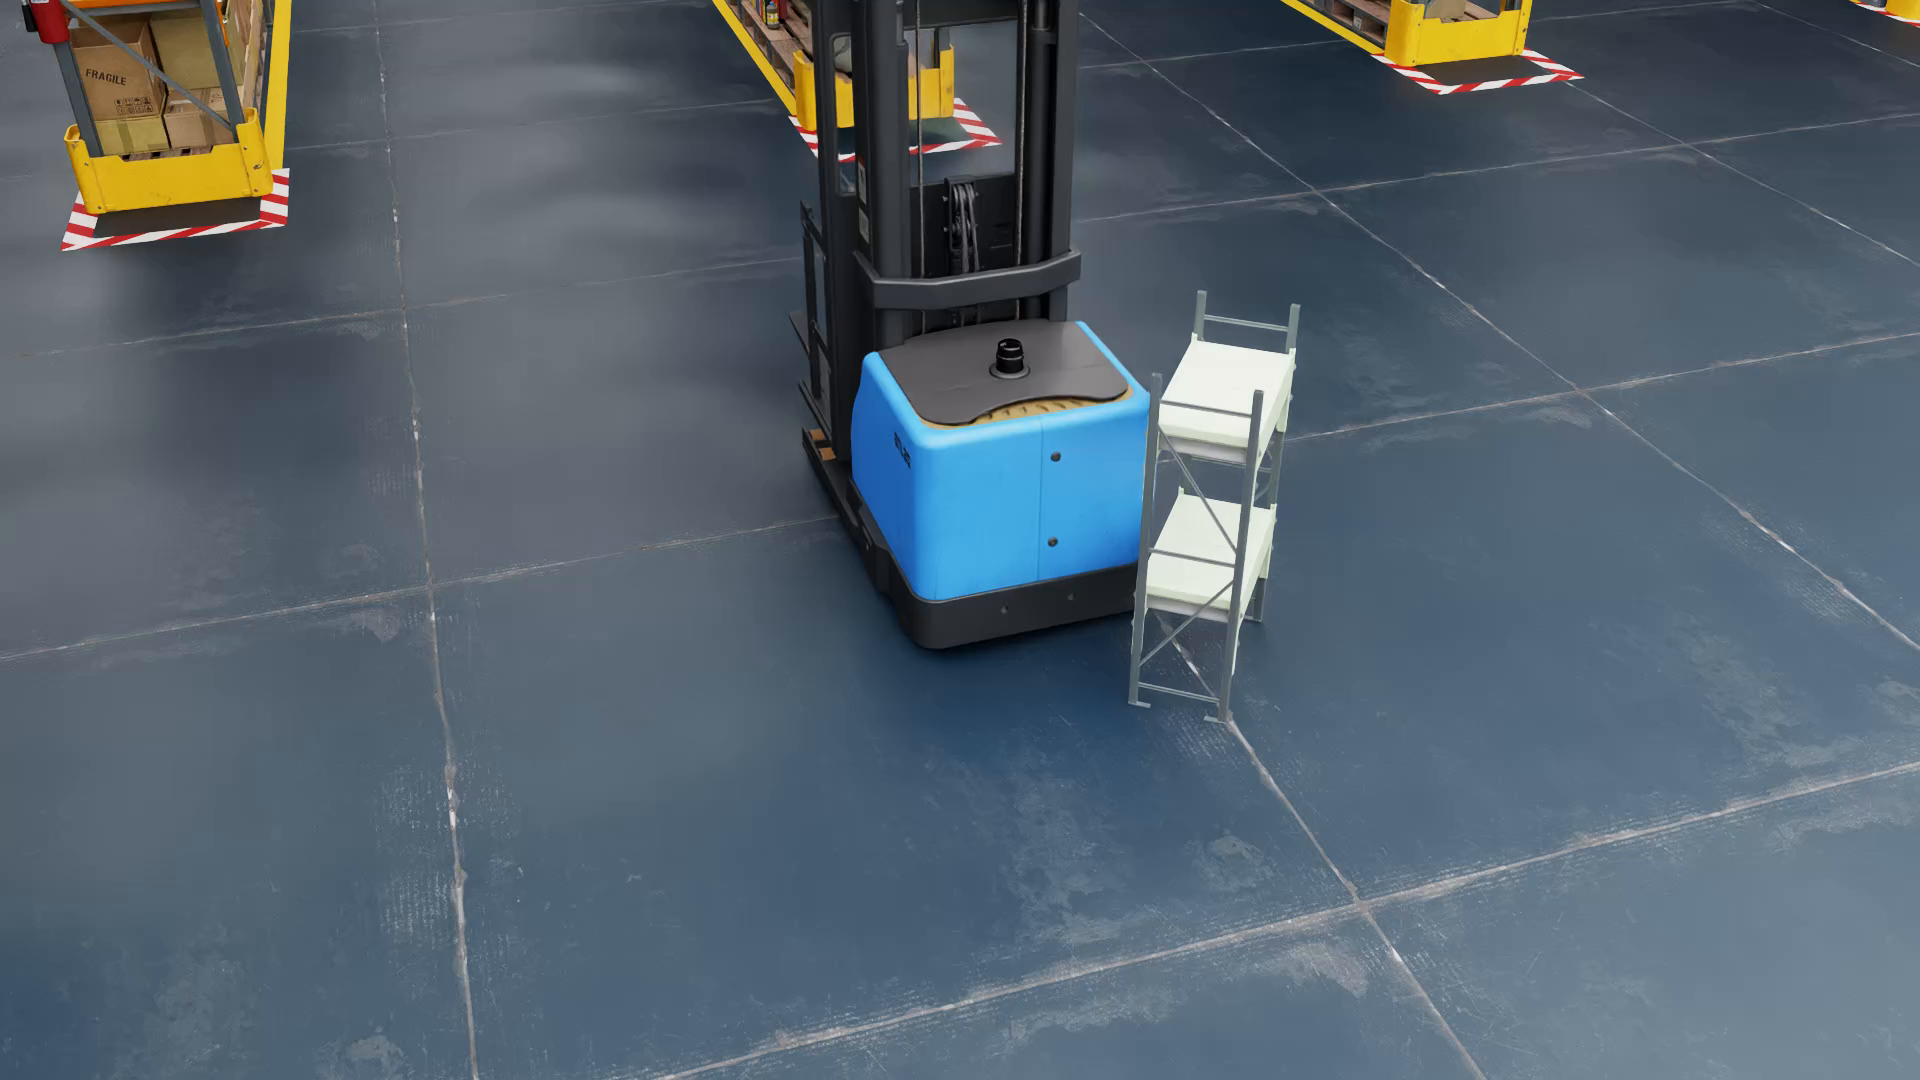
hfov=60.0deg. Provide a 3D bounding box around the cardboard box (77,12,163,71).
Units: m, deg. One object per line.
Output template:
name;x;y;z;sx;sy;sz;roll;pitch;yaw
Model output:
cardboard box;-6.057;-3.698;12.059;0.500;0.500;0.500;-10;35;-15

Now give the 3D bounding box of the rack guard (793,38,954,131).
rack guard;-0.640;-3.423;12.477;1.175;0.500;0.348;-10;35;-15

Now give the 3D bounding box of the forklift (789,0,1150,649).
forklift;-0.150;-1.576;7.476;1.130;2.935;3.031;-10;35;-15

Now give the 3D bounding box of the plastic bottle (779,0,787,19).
plastic bottle;-1.500;-4.530;13.950;0.061;0.283;0.133;-10;35;-15

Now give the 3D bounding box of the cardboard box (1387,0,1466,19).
cardboard box;3.970;-4.730;14.074;0.500;0.500;0.500;-4;34;-6

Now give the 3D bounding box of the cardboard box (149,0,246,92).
cardboard box;-5.397;-3.525;11.797;0.500;0.500;0.500;-10;35;-15

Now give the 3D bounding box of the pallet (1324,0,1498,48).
pallet;3.907;-4.576;14.484;1.003;0.211;1.213;-10;35;-15

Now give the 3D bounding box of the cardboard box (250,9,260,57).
cardboard box;-5.852;-4.001;13.197;0.500;0.250;0.500;-10;35;-15

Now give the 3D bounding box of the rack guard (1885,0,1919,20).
rack guard;8.906;-4.993;14.852;1.175;0.500;0.348;-10;35;-15

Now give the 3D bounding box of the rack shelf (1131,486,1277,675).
rack shelf;0.996;0.153;6.749;0.431;0.370;0.720;11;35;16

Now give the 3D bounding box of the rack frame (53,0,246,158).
rack frame;-5.291;-3.603;10.482;1.000;3.000;0.127;-10;35;-15

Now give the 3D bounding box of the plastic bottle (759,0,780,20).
plastic bottle;-1.601;-4.509;13.924;0.152;0.276;0.135;-10;35;-14

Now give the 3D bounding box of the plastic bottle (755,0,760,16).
plastic bottle;-1.643;-4.582;14.035;0.152;0.276;0.135;-11;35;-16

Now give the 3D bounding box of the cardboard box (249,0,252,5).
cardboard box;-6.020;-4.573;13.383;0.500;0.500;0.500;-10;35;-15

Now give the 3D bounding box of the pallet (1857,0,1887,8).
pallet;8.581;-5.292;15.567;1.003;0.211;1.213;-10;35;-15

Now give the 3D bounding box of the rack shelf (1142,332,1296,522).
rack shelf;0.996;-0.445;6.355;0.431;0.370;0.720;11;35;16

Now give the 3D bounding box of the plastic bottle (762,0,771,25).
plastic bottle;-1.603;-4.433;13.803;0.061;0.283;0.133;-9;35;-14

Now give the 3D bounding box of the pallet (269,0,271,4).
pallet;-6.773;-4.920;15.005;1.003;0.211;1.213;-10;35;-15

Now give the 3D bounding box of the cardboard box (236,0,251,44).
cardboard box;-5.697;-4.051;12.593;0.500;0.500;0.500;-10;35;-15

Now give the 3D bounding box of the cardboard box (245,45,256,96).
cardboard box;-5.551;-3.475;12.401;0.500;0.250;0.500;-10;35;-15

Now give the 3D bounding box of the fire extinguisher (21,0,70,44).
fire extinguisher;-5.697;-3.431;10.291;0.296;0.674;0.183;-10;35;-15

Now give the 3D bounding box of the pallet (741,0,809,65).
pallet;-1.251;-4.370;14.172;1.003;0.211;1.213;-10;35;-15

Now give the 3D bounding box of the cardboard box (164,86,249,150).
cardboard box;-5.242;-2.950;11.607;0.500;0.250;0.500;-10;35;-15

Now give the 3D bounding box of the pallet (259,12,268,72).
pallet;-6.308;-4.116;13.787;1.003;0.211;1.213;-10;35;-15

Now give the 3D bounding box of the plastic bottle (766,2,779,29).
plastic bottle;-1.550;-4.341;13.738;0.097;0.201;0.097;0;33;0

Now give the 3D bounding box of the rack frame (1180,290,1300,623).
rack frame;1.118;-0.309;6.858;0.400;1.500;0.023;11;35;16

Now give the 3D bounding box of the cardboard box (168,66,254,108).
cardboard box;-5.398;-3.212;12.004;0.500;0.250;0.500;-10;35;-15

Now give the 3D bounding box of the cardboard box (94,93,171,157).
cardboard box;-5.736;-2.863;11.475;0.500;0.250;0.500;-10;35;-15

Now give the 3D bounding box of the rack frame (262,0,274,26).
rack frame;-6.511;-5.703;13.660;1.000;3.000;0.127;-10;35;-15

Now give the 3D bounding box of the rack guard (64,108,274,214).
rack guard;-5.283;-2.548;11.152;1.175;0.500;0.348;-10;35;-15

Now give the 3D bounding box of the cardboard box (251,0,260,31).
cardboard box;-6.018;-4.261;13.590;0.500;0.250;0.500;-10;35;-15

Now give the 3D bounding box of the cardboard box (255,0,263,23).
cardboard box;-6.161;-4.525;13.990;0.500;0.250;0.500;-10;35;-15

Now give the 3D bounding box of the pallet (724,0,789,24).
pallet;-1.627;-5.011;15.143;1.003;0.211;1.213;-10;35;-15

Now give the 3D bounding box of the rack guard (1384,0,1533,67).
rack guard;4.121;-4.264;13.750;1.175;0.500;0.348;-10;35;-15

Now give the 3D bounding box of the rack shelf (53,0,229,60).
rack shelf;-5.901;-4.353;12.270;1.077;0.370;4.000;-10;35;-15

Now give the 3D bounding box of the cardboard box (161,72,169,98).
cardboard box;-5.900;-3.124;11.870;0.500;0.250;0.500;-10;35;-15

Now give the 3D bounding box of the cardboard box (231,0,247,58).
cardboard box;-5.562;-3.786;12.191;0.500;0.500;0.500;-10;35;-15

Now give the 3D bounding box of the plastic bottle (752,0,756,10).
plastic bottle;-1.697;-4.699;14.145;0.144;0.351;0.185;-9;34;-13

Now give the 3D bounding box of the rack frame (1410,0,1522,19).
rack frame;4.145;-5.267;13.000;1.000;3.000;0.127;-10;35;-15

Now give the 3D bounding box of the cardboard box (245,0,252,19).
cardboard box;-5.864;-4.311;12.987;0.500;0.500;0.500;-10;35;-15

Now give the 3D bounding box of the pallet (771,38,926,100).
pallet;-0.883;-3.730;13.204;1.003;0.211;1.213;-10;35;-15

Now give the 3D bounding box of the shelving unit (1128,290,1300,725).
shelving unit;0.996;-0.119;6.570;0.431;1.500;0.755;11;35;16

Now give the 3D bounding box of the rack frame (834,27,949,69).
rack frame;-0.572;-4.434;11.740;1.000;3.000;0.127;-10;35;-15

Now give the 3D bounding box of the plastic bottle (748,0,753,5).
plastic bottle;-1.754;-4.797;14.292;0.144;0.351;0.185;-10;35;-15

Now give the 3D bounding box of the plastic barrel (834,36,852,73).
plastic barrel;-0.846;-3.904;12.813;0.421;0.512;0.421;0;33;0

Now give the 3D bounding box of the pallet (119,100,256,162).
pallet;-5.564;-2.834;11.848;1.003;0.211;1.213;-10;35;-15

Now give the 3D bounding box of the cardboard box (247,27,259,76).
cardboard box;-5.698;-3.738;12.799;0.500;0.250;0.500;-10;35;-15

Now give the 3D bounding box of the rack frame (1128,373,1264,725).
rack frame;0.874;0.071;6.282;0.400;1.500;0.023;11;35;16

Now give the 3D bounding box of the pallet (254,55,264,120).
pallet;-5.932;-3.474;12.816;1.003;0.211;1.213;-10;35;-15

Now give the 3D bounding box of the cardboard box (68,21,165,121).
cardboard box;-5.738;-3.176;11.268;0.500;0.500;0.500;-10;35;-15

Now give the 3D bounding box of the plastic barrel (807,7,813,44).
plastic barrel;-0.999;-4.167;13.212;0.421;0.512;0.421;0;33;0

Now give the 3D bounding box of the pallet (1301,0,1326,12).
pallet;3.539;-5.216;15.452;1.003;0.211;1.213;-10;35;-15
